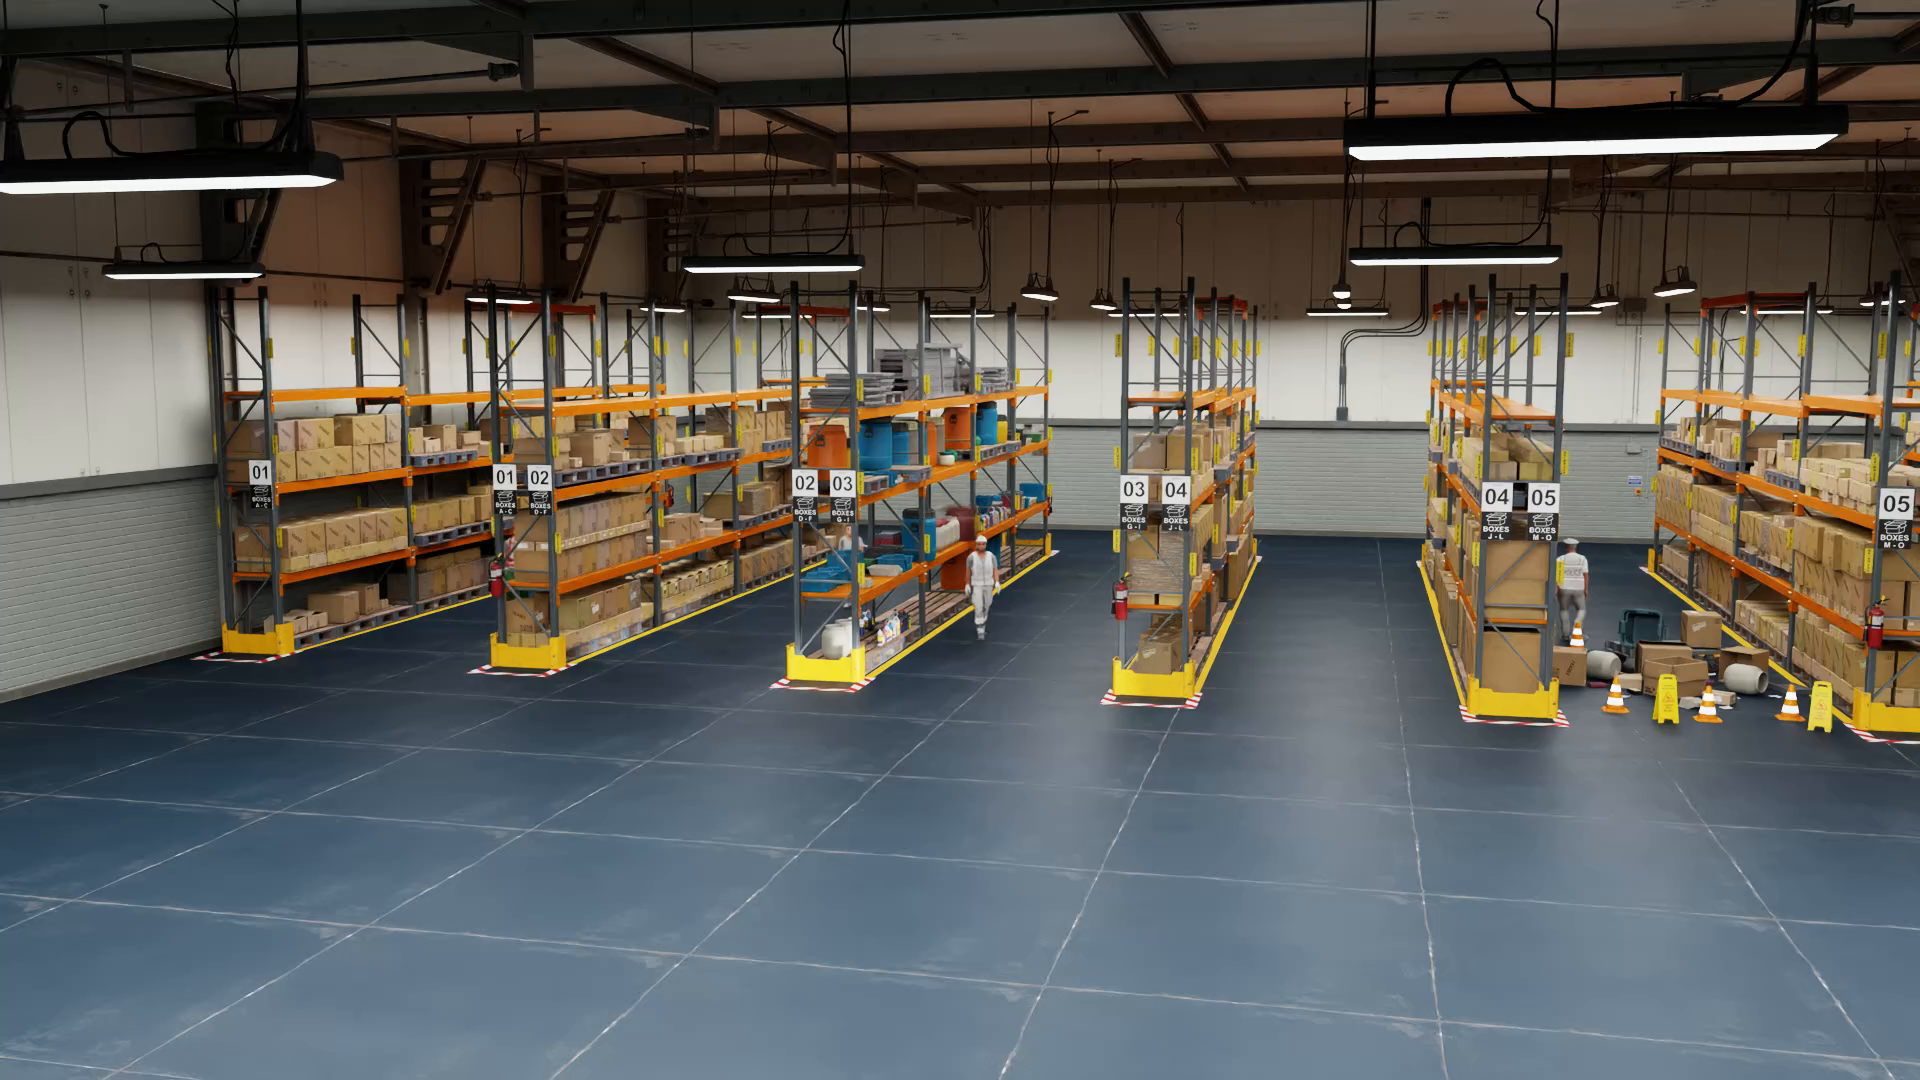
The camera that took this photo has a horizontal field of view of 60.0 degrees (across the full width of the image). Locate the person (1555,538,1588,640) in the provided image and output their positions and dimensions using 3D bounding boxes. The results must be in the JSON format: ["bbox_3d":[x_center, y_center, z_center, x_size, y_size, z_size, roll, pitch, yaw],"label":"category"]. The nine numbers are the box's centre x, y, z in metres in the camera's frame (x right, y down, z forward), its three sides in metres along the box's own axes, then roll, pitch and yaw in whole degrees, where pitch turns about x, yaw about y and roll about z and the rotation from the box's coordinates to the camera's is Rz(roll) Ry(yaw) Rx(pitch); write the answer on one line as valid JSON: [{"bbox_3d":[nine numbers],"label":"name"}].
[{"bbox_3d":[10.506,0.860,28.556,0.579,1.755,0.565,1,7,12],"label":"person"}]

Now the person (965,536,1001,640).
[{"bbox_3d":[0.418,0.813,28.670,0.557,1.760,0.855,-2,7,-16],"label":"person"}]

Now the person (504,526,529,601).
[{"bbox_3d":[-8.206,0.595,30.842,0.568,1.813,0.694,-1,7,-10],"label":"person"}]

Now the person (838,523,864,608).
[{"bbox_3d":[-2.127,0.468,32.461,0.523,1.653,0.640,0,7,2],"label":"person"}]
